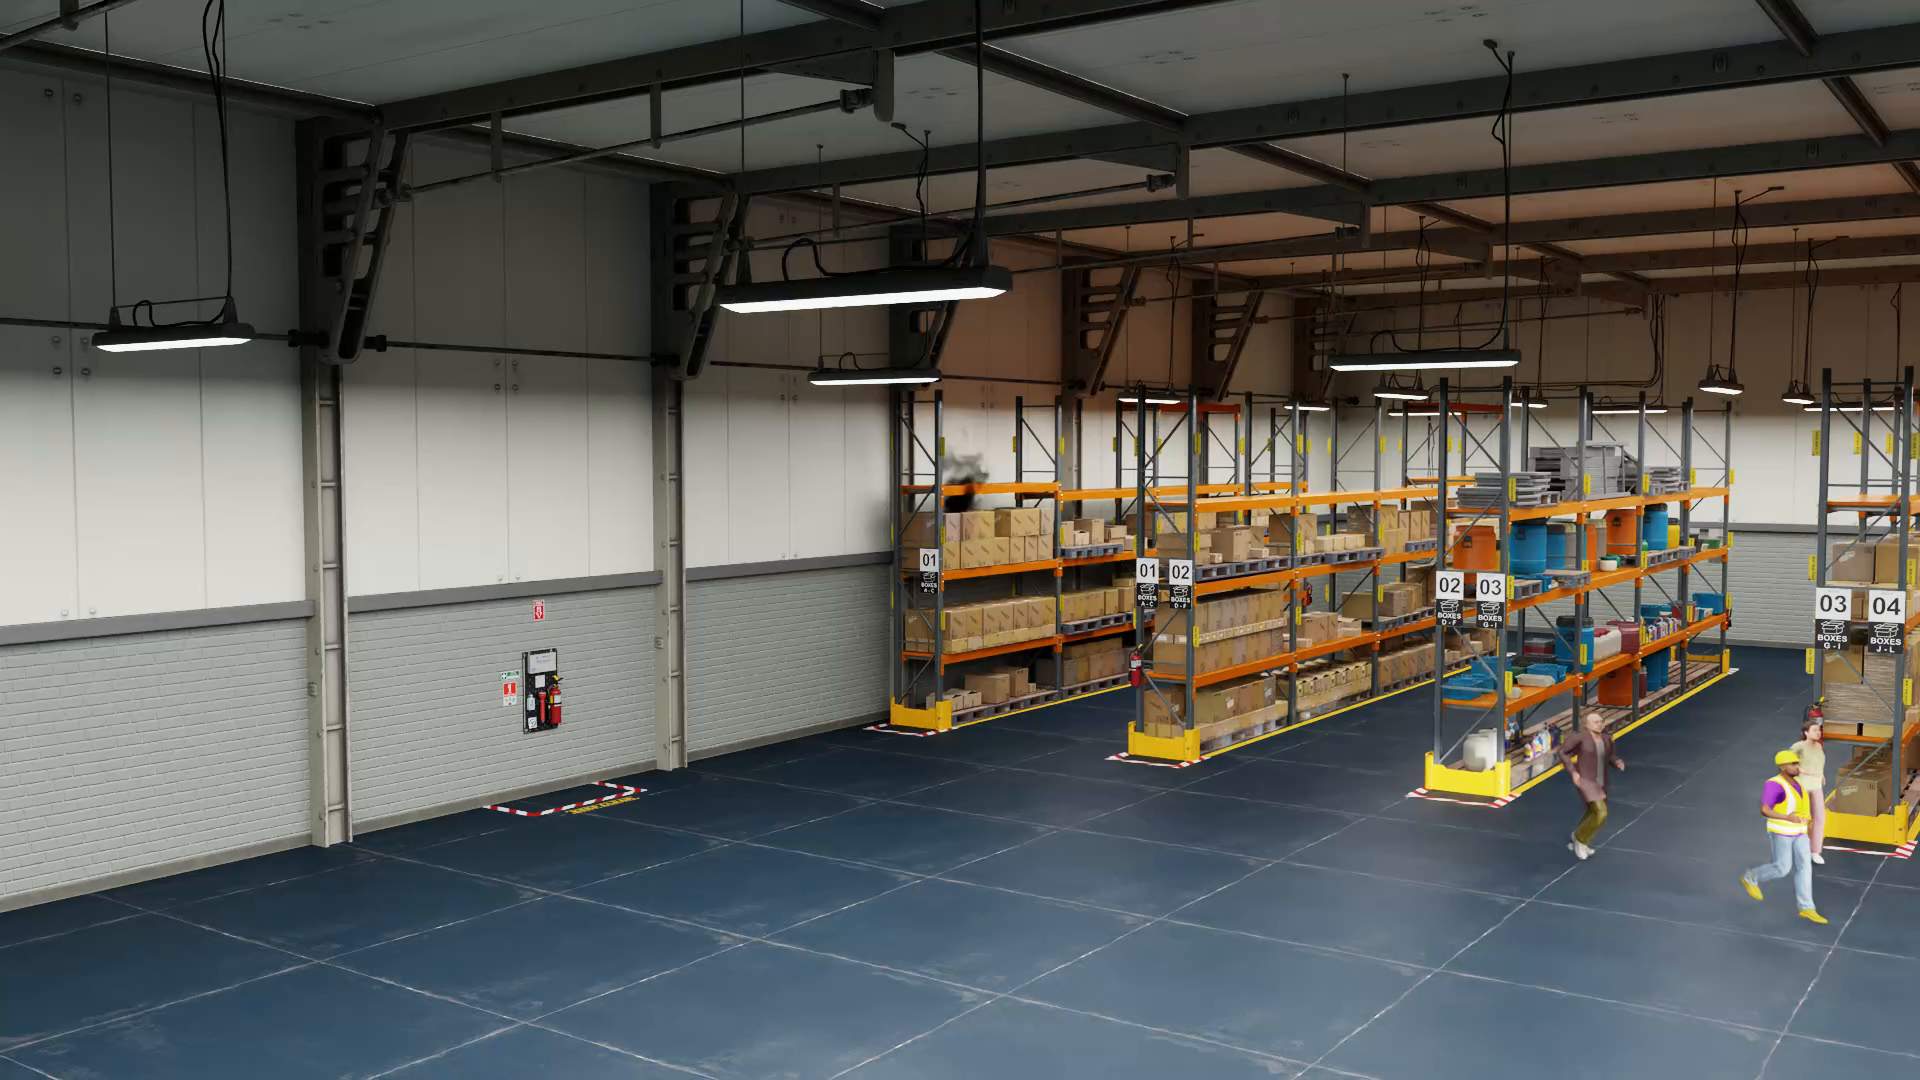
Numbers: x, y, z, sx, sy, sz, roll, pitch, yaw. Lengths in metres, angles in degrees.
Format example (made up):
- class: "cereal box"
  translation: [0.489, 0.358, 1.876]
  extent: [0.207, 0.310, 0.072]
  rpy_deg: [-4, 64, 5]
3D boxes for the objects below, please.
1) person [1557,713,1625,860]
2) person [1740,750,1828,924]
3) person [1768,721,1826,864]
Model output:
- class: "person"
  translation: [7.704, 2.992, 20.171]
  extent: [0.676, 1.785, 0.739]
  rpy_deg: [-1, 4, -23]
- class: "person"
  translation: [8.801, 3.116, 17.680]
  extent: [0.700, 1.762, 0.920]
  rpy_deg: [-2, 4, -27]
- class: "person"
  translation: [10.293, 3.021, 20.231]
  extent: [0.610, 1.661, 0.910]
  rpy_deg: [-1, 3, -12]
